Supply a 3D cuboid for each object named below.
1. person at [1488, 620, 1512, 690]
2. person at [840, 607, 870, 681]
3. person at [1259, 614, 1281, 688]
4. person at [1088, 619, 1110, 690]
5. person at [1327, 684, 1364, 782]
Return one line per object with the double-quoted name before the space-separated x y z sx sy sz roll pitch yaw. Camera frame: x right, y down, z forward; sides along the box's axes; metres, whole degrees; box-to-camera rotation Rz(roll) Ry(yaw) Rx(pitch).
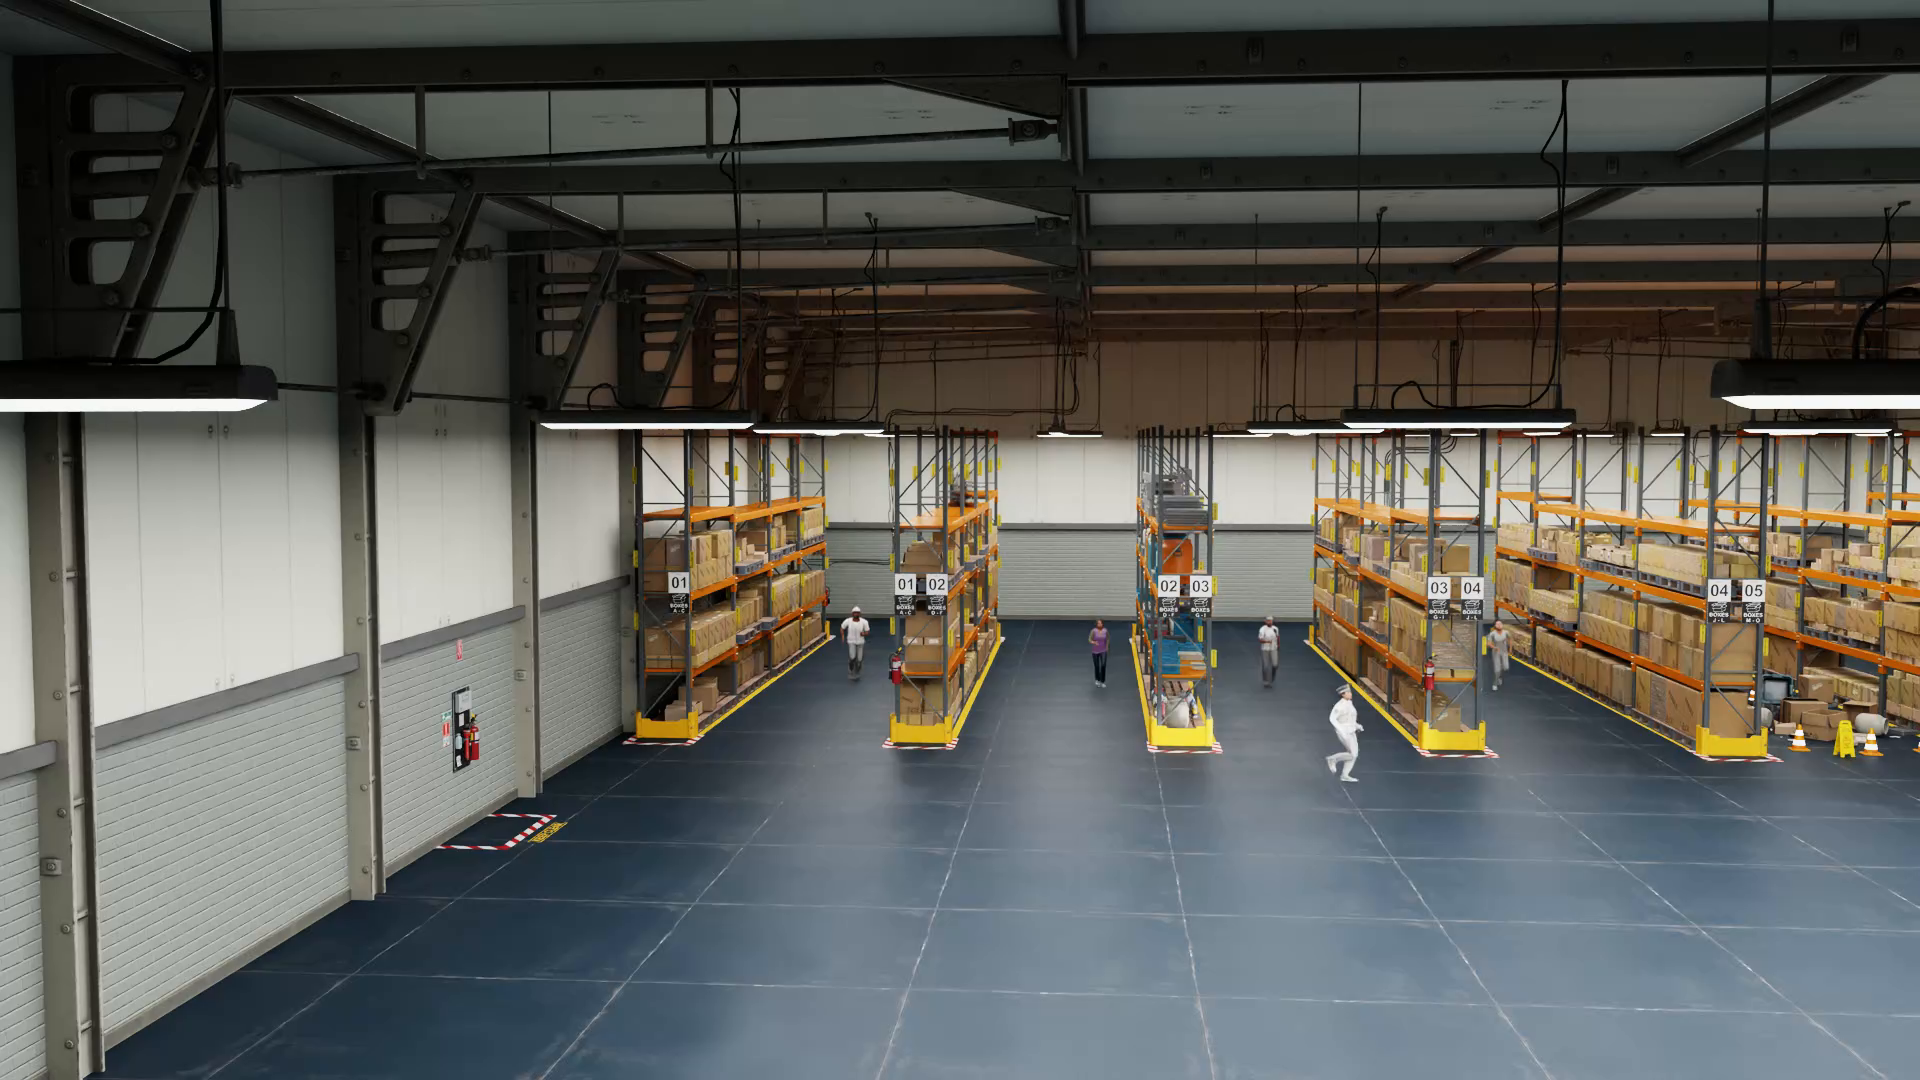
"person" 12.354 2.628 38.013 0.588 1.627 0.686 0 3 7
"person" -2.477 2.468 39.517 0.675 1.757 0.688 -1 3 -10
"person" 7.177 2.567 38.483 0.544 1.706 0.688 0 3 0
"person" 3.212 2.628 38.384 0.526 1.641 0.707 0 3 2
"person" 6.472 3.227 27.911 0.544 1.646 0.631 3 4 37
